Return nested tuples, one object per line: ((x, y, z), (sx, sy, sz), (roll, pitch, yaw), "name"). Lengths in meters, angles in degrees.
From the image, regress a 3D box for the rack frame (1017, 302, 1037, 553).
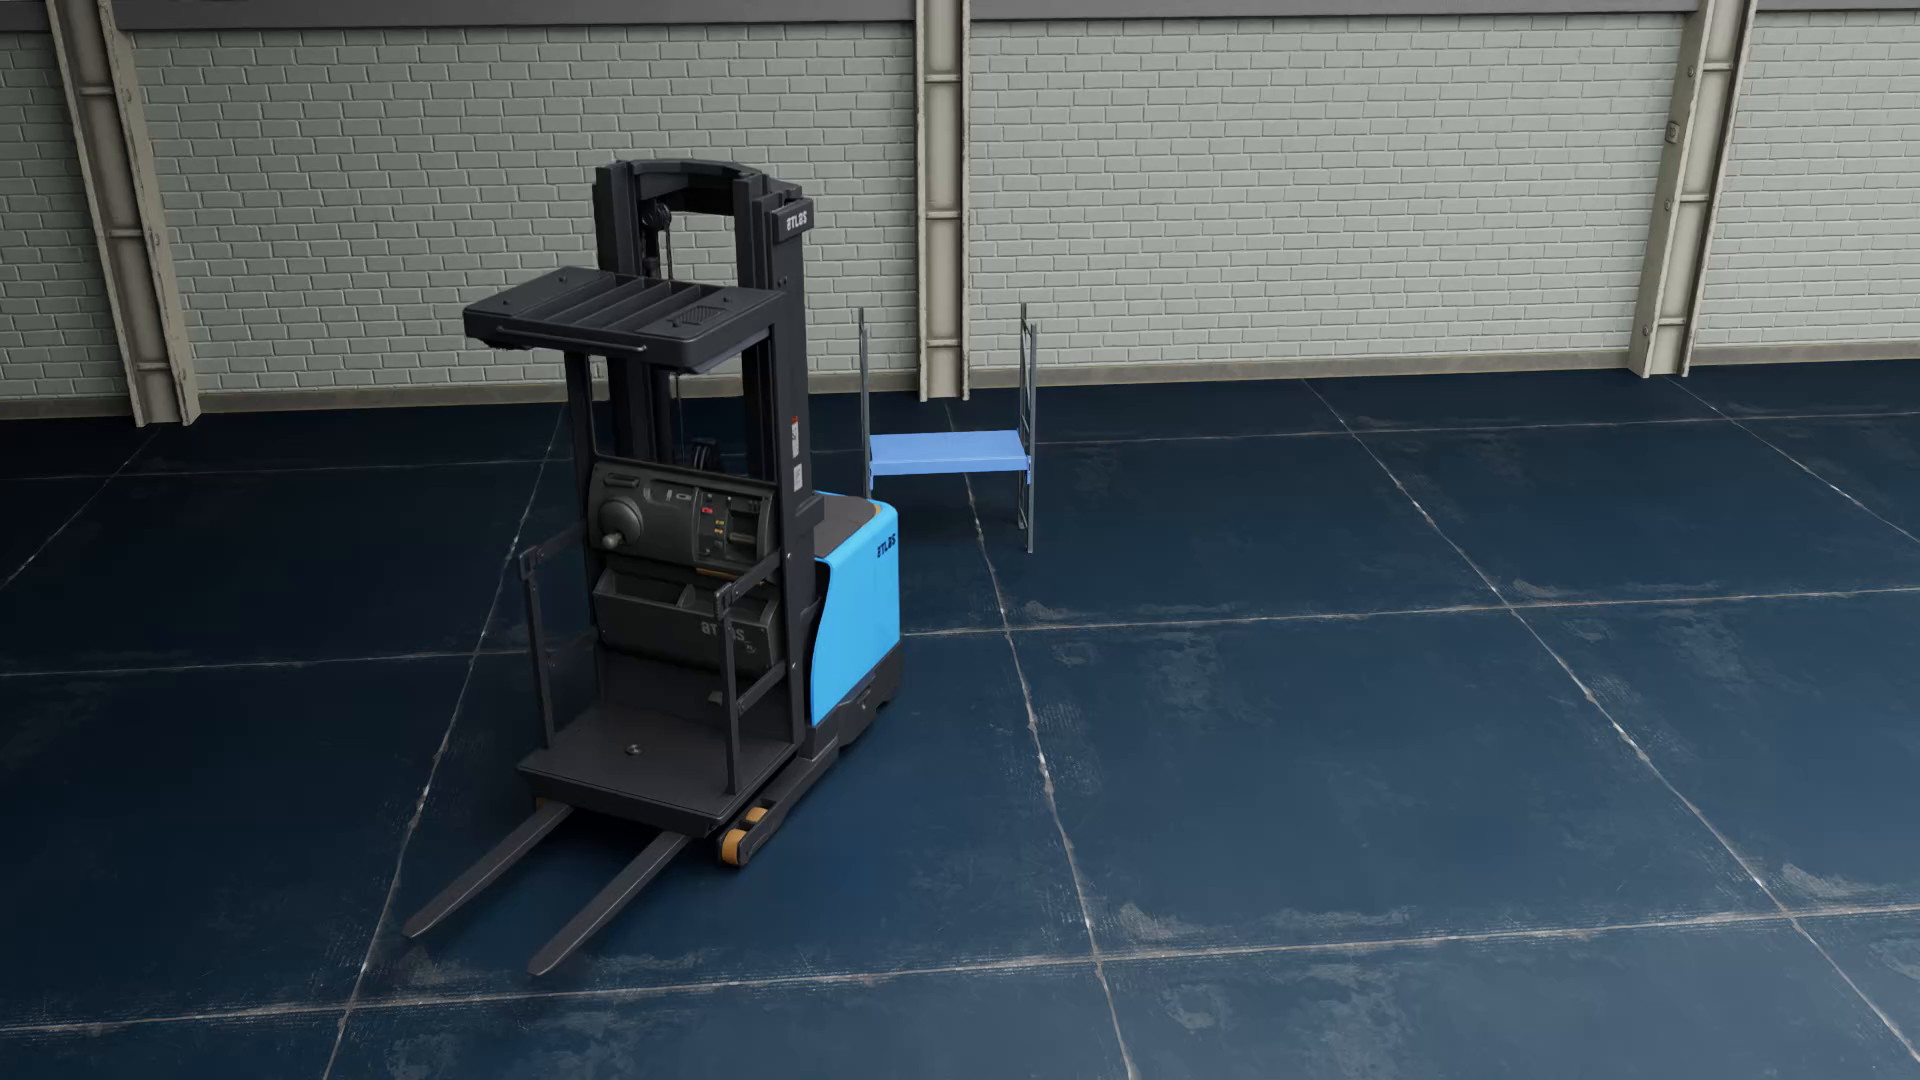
((0.421, -0.702, 10.483), (0.032, 1.500, 0.500), (-2, 24, -5), "rack frame")

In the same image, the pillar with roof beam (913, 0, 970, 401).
((0.286, -3.544, 7.644), (0.400, 9.000, 9.100), (-2, 24, -5), "pillar with roof beam")

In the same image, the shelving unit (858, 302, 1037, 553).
((-0.085, -0.682, 10.438), (1.048, 1.500, 0.538), (-2, 24, -5), "shelving unit")

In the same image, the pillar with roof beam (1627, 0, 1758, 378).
((6.257, -3.784, 8.183), (0.400, 9.000, 9.100), (-2, 24, -5), "pillar with roof beam")

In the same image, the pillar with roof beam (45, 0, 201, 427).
((-5.685, -3.305, 7.105), (0.400, 9.000, 9.100), (-2, 24, -5), "pillar with roof beam")

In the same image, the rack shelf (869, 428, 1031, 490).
((-0.085, -0.518, 10.511), (1.000, 0.185, 0.538), (-2, 24, -5), "rack shelf")

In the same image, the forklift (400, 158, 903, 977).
((-1.345, -0.072, 7.304), (1.130, 2.935, 3.031), (10, 26, 21), "forklift")

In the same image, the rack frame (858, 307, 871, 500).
((-0.591, -0.662, 10.392), (0.032, 1.500, 0.500), (-2, 24, -5), "rack frame")
